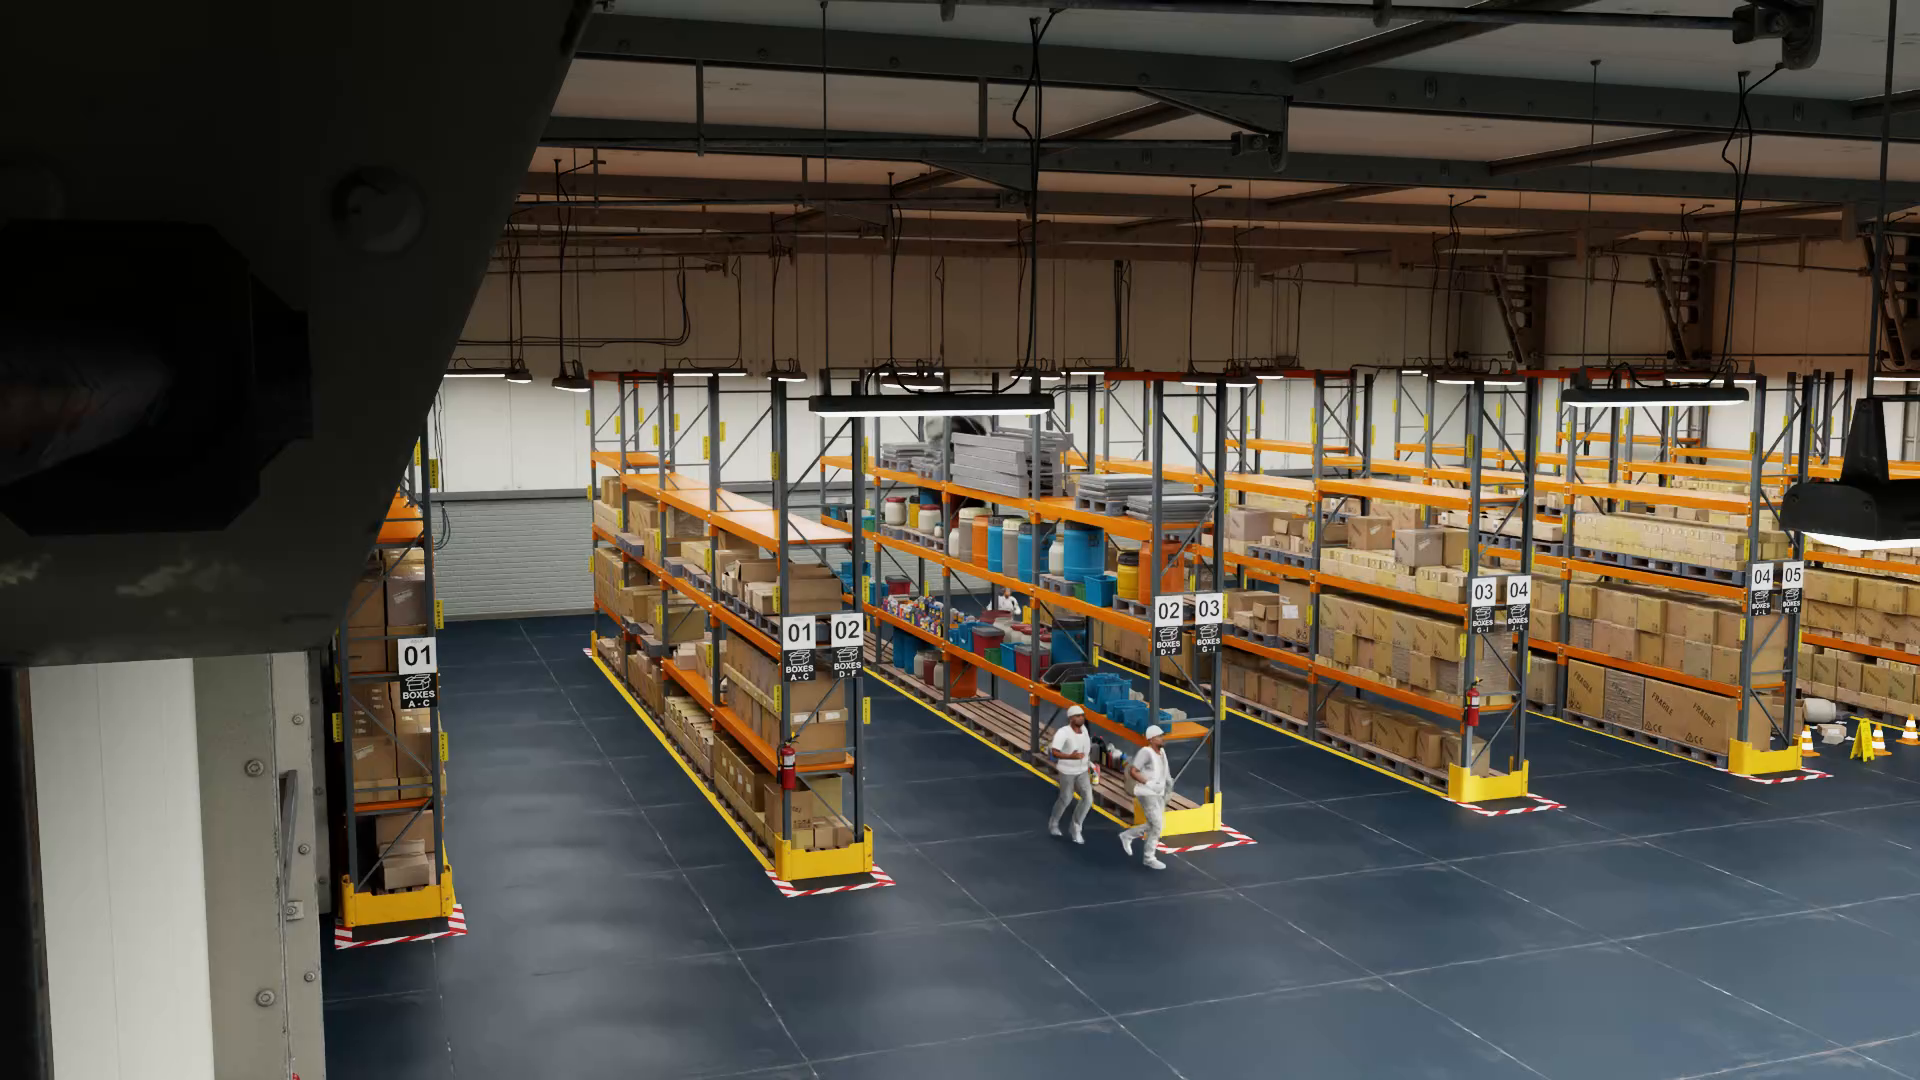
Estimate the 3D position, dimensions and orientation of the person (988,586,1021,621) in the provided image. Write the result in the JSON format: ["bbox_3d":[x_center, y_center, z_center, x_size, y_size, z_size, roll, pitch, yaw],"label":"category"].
[{"bbox_3d":[0.915,1.684,33.715,0.608,1.639,0.942,-3,7,-26],"label":"person"}]

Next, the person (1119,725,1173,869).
[{"bbox_3d":[2.337,3.170,20.772,0.688,1.730,0.726,4,8,34],"label":"person"}]

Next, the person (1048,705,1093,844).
[{"bbox_3d":[1.465,3.056,21.679,0.709,1.837,0.684,-5,8,-37],"label":"person"}]

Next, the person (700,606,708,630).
[{"bbox_3d":[-5.610,1.534,35.680,0.607,1.708,0.747,-5,8,-36],"label":"person"}]
